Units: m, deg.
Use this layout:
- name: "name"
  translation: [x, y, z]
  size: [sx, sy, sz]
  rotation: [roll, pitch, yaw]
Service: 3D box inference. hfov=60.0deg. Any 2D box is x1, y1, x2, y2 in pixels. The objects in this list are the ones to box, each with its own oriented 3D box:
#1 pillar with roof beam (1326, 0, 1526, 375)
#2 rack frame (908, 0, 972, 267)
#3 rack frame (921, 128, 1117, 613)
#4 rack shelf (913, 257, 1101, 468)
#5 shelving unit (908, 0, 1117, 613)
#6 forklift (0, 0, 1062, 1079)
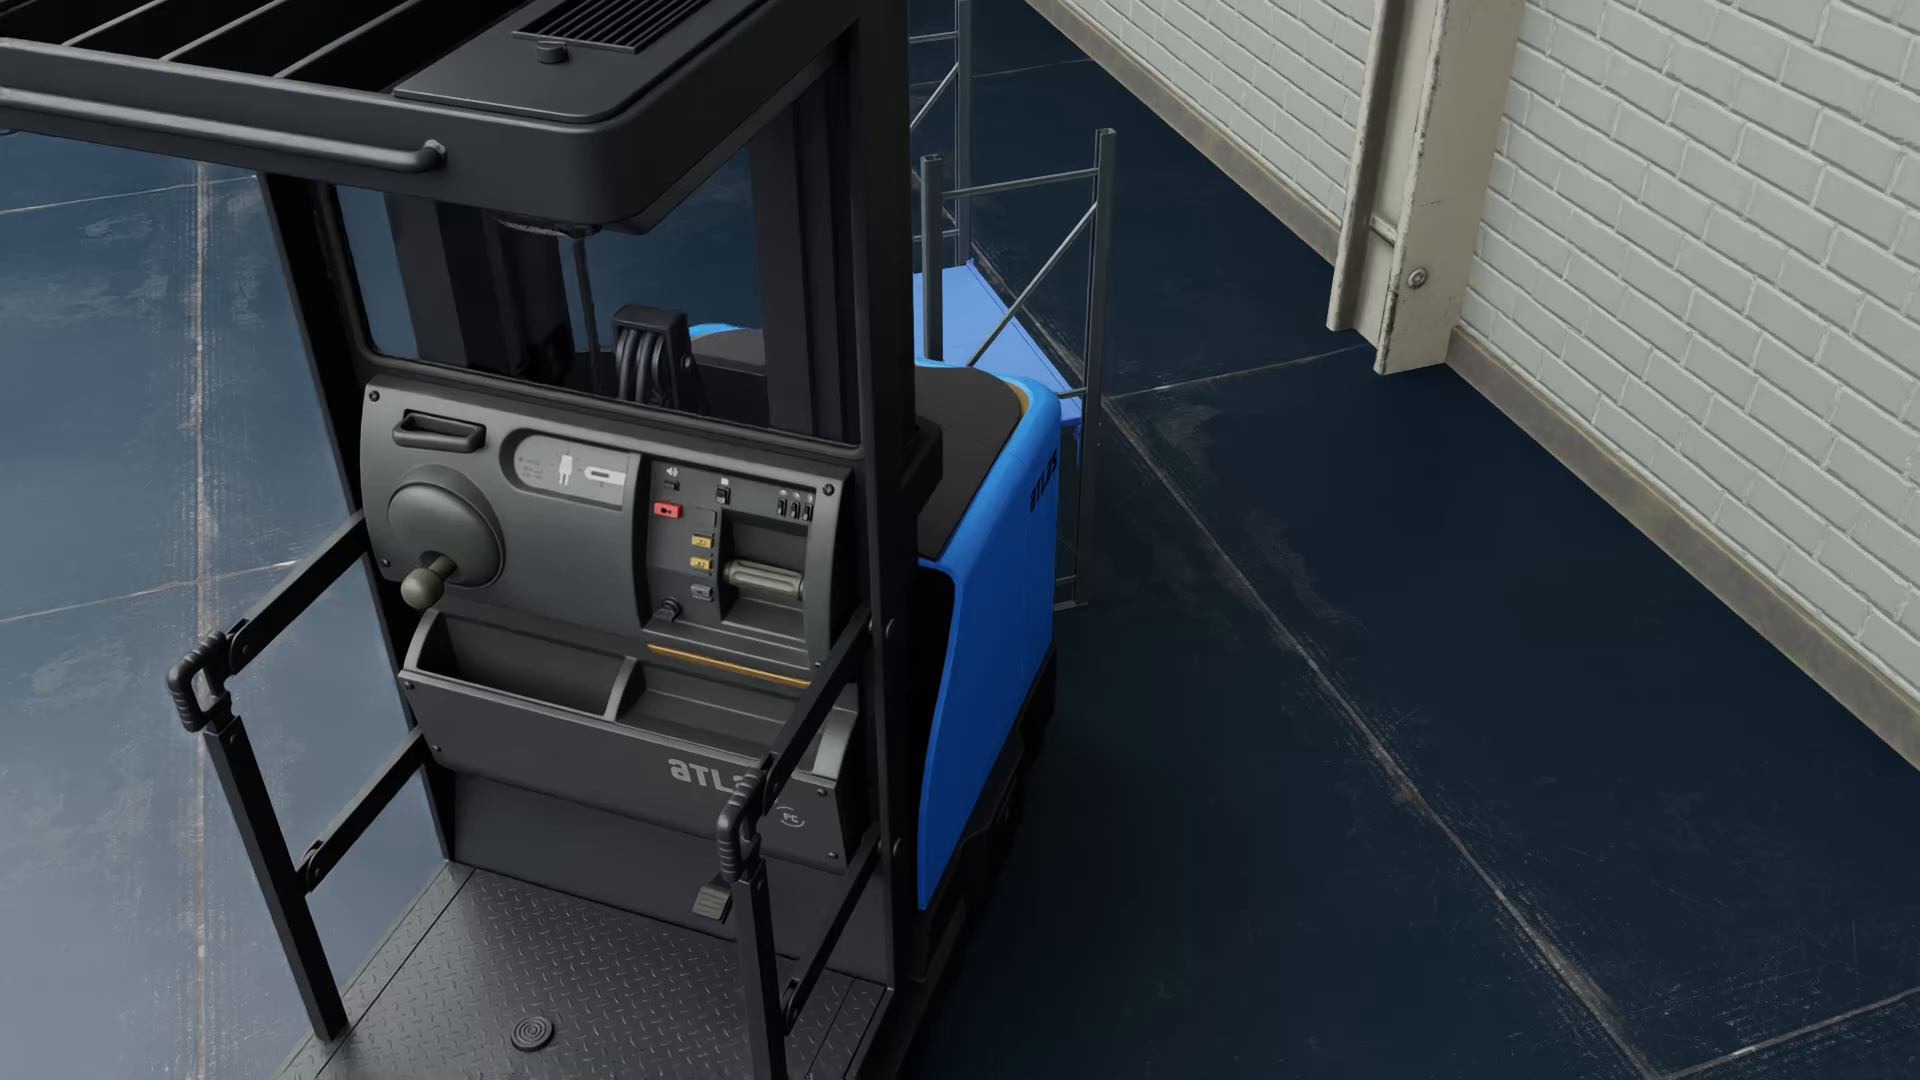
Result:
- name: "pillar with roof beam"
  translation: [-2.437, -3.445, 2.344]
  size: [9.100, 9.000, 0.400]
  rotation: [-12, 39, -16]
- name: "rack frame"
  translation: [-0.204, -0.934, 5.244]
  size: [0.500, 1.500, 0.032]
  rotation: [-12, 39, -16]
- name: "rack frame"
  translation: [0.146, -0.360, 4.481]
  size: [0.500, 1.500, 0.032]
  rotation: [-12, 39, -16]
- name: "rack shelf"
  translation: [-0.029, -0.504, 4.971]
  size: [0.538, 0.185, 1.000]
  rotation: [-12, 39, -16]
- name: "shelving unit"
  translation: [-0.029, -0.647, 4.863]
  size: [0.538, 1.500, 1.048]
  rotation: [-12, 39, -16]
- name: "forklift"
  translation: [-0.709, 0.049, 2.749]
  size: [1.130, 2.935, 3.031]
  rotation: [12, 39, 15]
